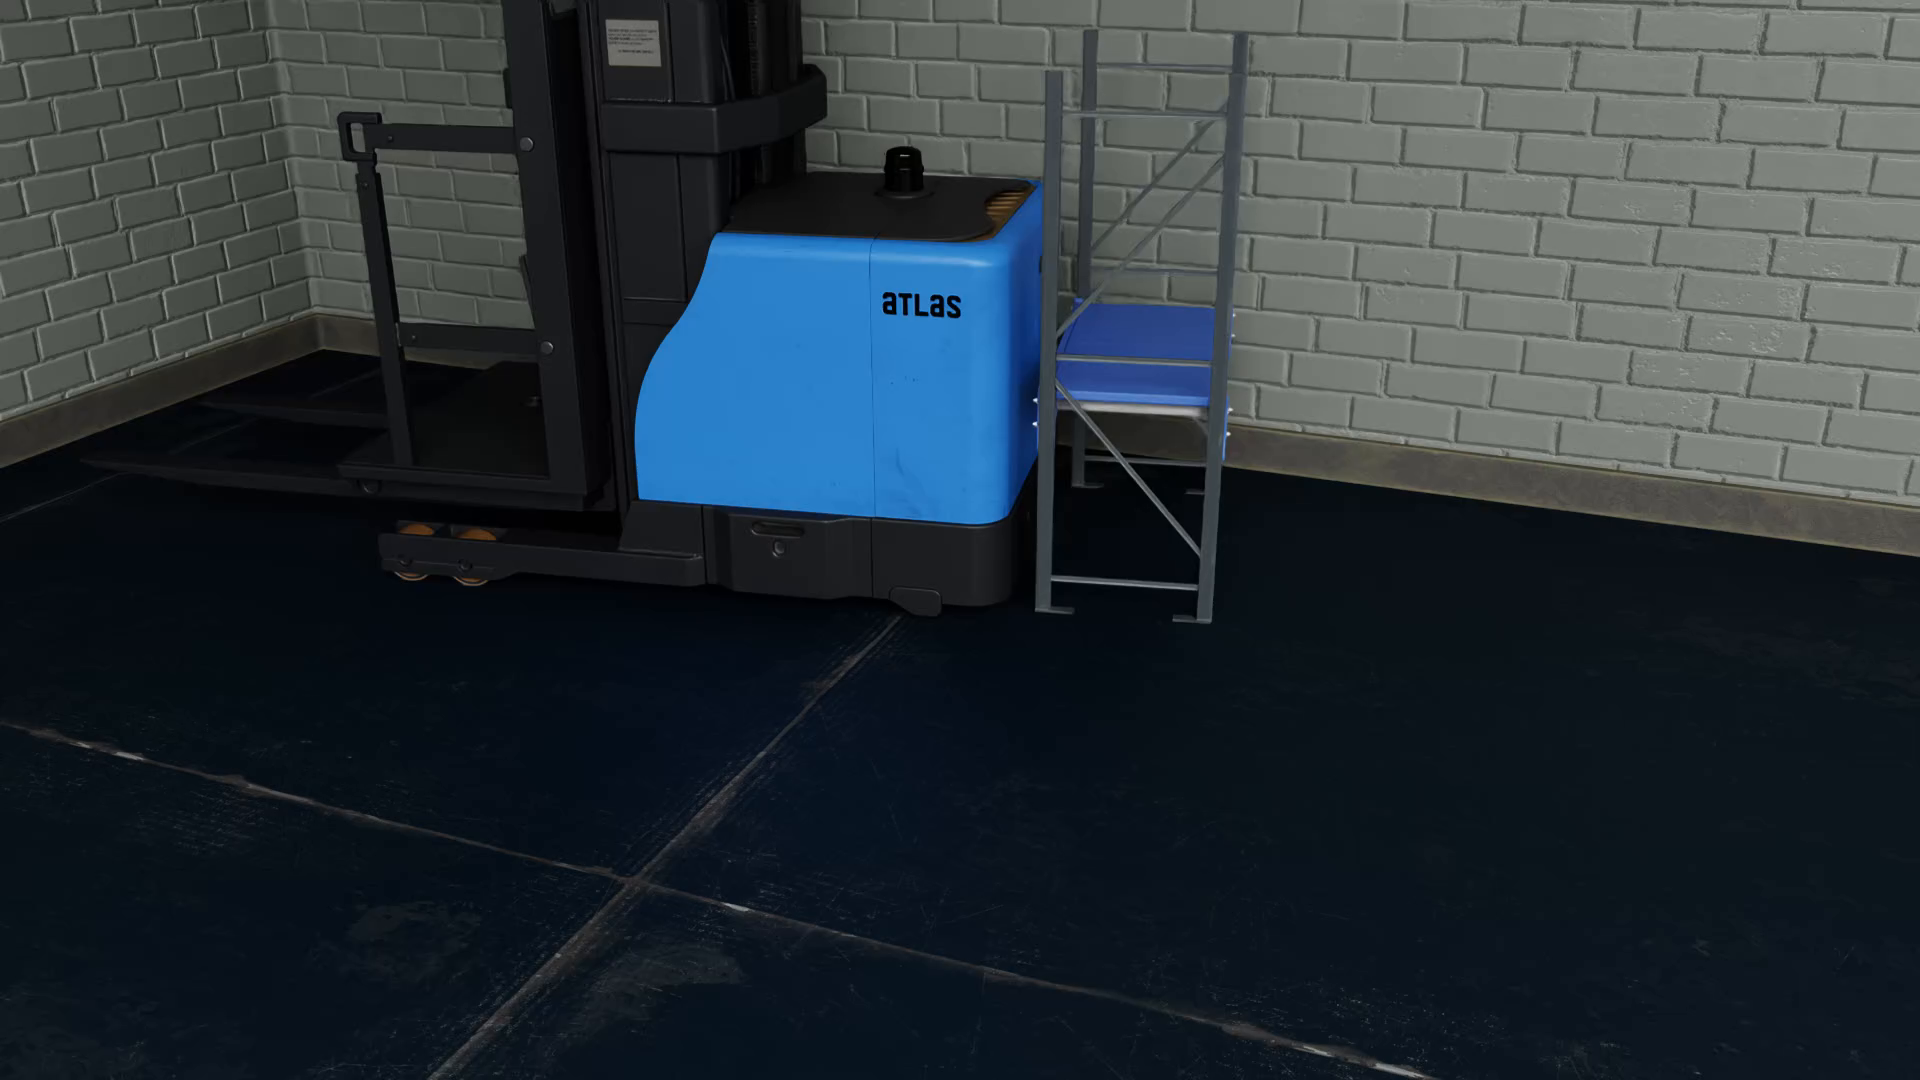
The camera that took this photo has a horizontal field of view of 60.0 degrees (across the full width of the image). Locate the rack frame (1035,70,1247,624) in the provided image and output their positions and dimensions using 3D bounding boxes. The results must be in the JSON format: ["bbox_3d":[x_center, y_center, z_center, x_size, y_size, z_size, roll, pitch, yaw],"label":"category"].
[{"bbox_3d":[0.464,-0.476,4.444,0.500,1.500,0.032,4,23,9],"label":"rack frame"}]

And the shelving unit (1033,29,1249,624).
[{"bbox_3d":[0.546,-0.669,4.907,0.538,1.500,1.048,4,23,9],"label":"shelving unit"}]

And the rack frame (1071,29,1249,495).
[{"bbox_3d":[0.628,-0.863,5.370,0.500,1.500,0.032,4,23,9],"label":"rack frame"}]

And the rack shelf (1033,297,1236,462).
[{"bbox_3d":[0.546,-0.503,4.976,0.538,0.185,1.000,4,23,9],"label":"rack shelf"}]

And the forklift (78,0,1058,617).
[{"bbox_3d":[-1.253,-1.409,4.819,3.031,2.935,1.130,5,23,11],"label":"forklift"}]
